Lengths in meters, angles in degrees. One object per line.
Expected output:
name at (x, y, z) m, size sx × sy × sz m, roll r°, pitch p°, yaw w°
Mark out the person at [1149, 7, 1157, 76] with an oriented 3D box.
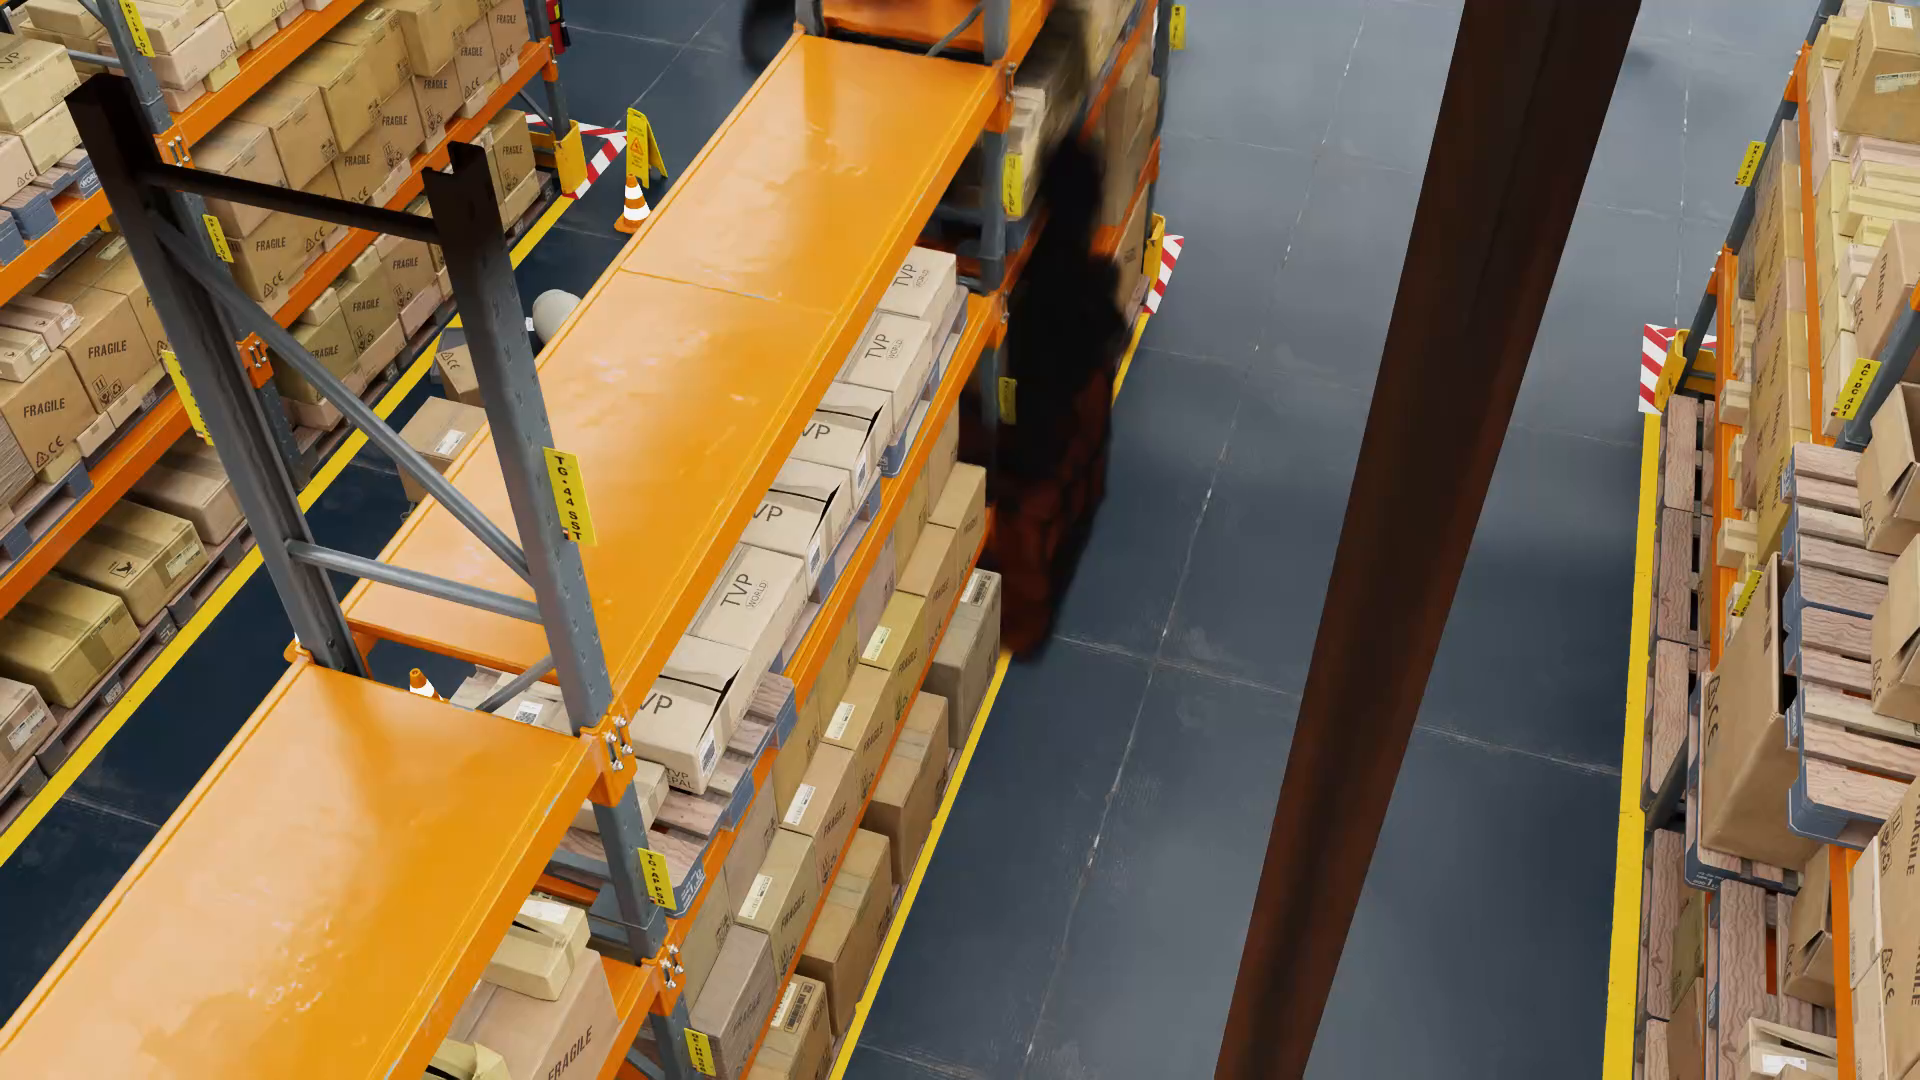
person at (1.448, -4.250, 14.055) m, size 0.701 × 1.859 × 0.788 m, roll -17°, pitch 48°, yaw -16°
